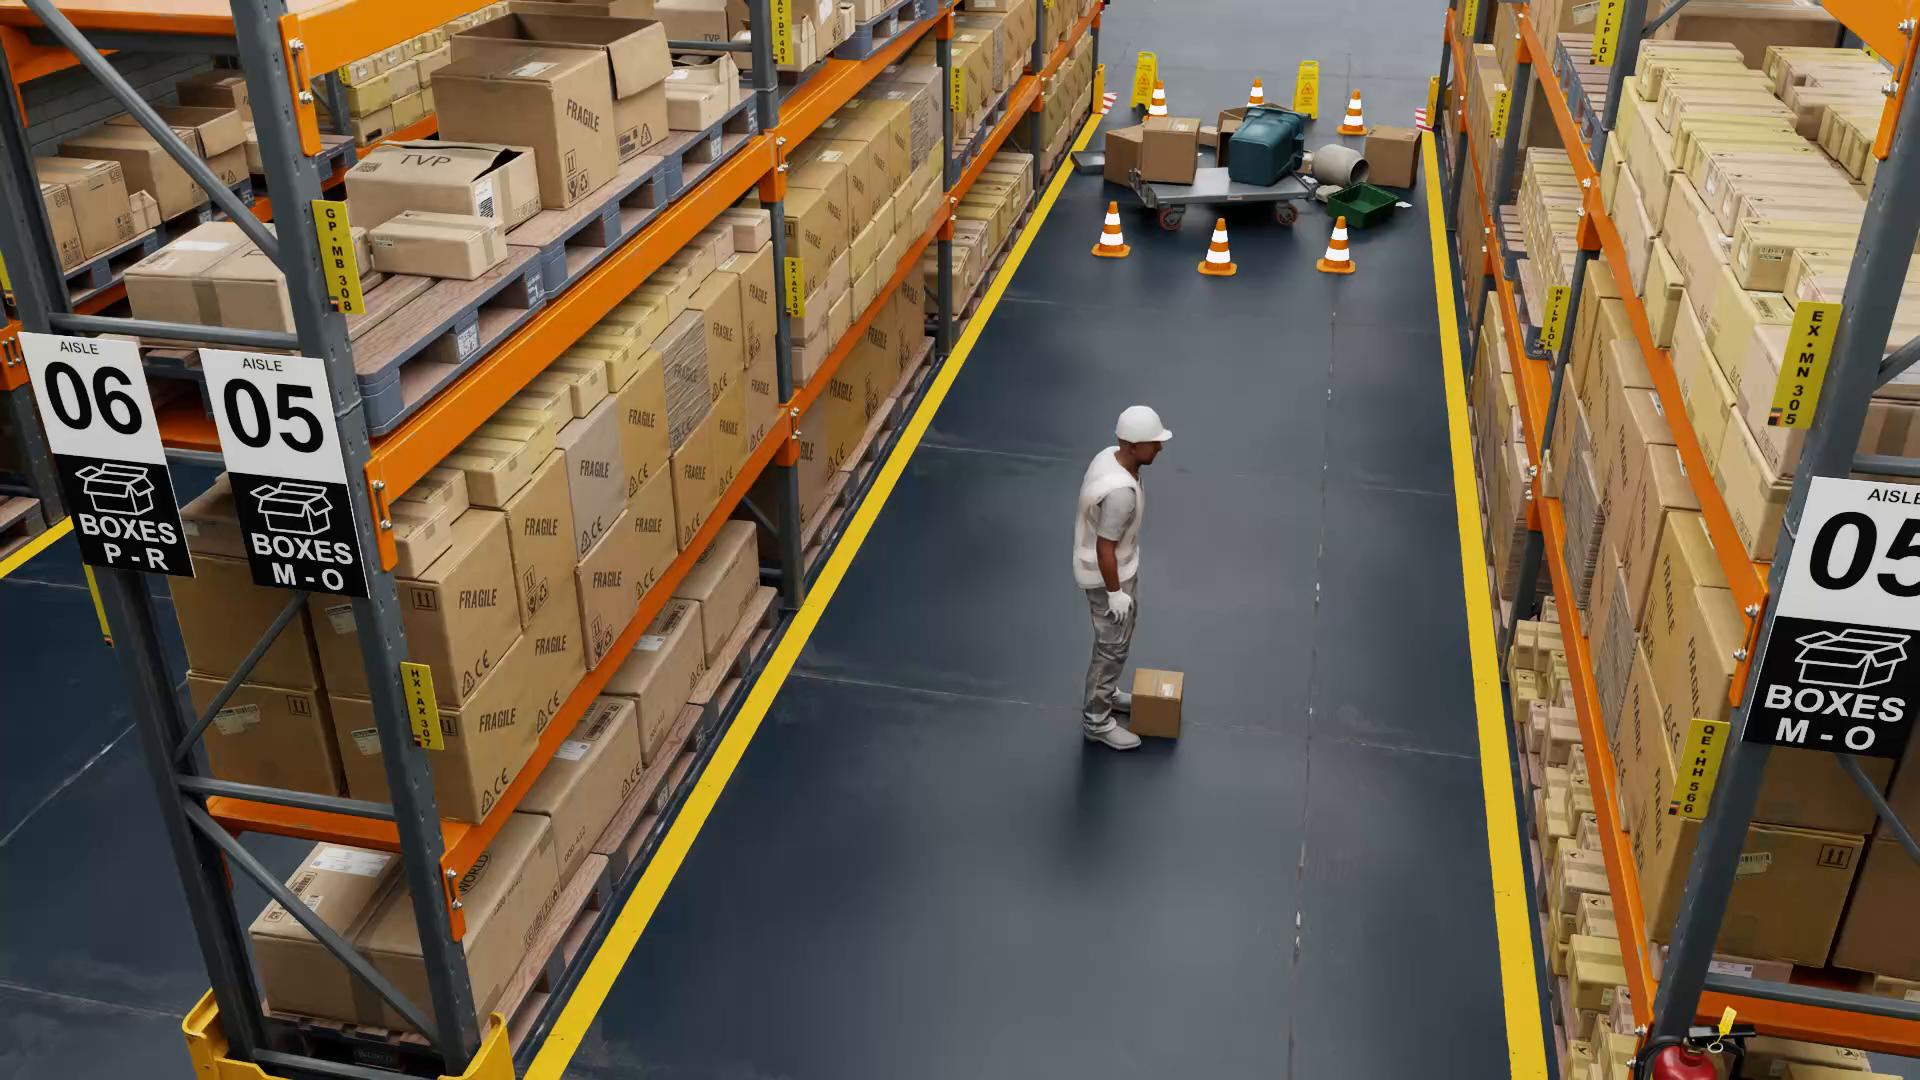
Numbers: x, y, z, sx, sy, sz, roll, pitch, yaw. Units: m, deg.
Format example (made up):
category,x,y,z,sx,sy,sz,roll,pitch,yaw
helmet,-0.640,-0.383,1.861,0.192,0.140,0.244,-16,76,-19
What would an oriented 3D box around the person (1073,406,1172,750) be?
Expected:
category,x,y,z,sx,sy,sz,roll,pitch,yaw
person,0.789,0.160,8.319,0.449,1.773,0.620,4,29,8
